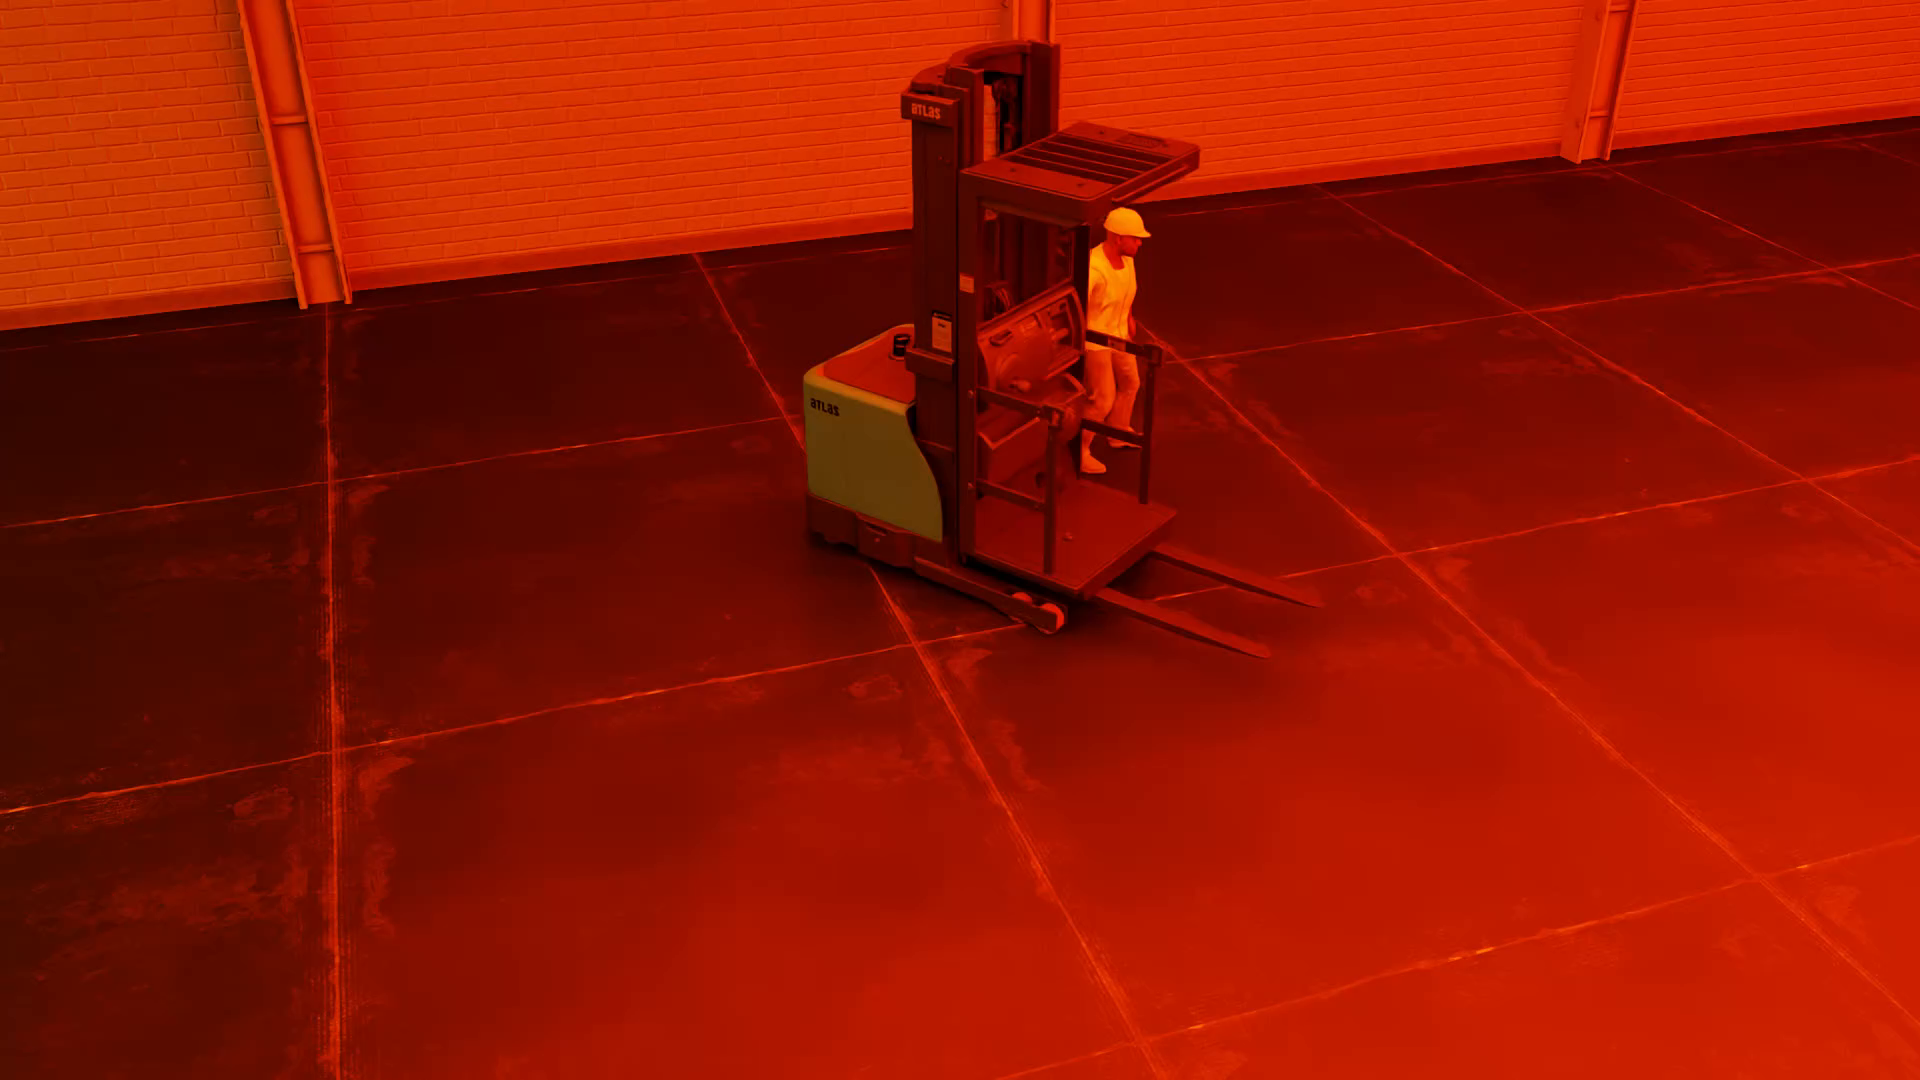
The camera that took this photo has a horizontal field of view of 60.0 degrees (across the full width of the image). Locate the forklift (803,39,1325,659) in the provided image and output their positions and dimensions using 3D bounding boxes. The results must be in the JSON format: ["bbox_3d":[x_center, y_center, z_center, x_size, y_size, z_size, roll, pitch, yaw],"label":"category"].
[{"bbox_3d":[0.563,-1.055,8.920,3.031,2.935,1.130,20,36,31],"label":"forklift"}]

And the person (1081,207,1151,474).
[{"bbox_3d":[0.941,-1.263,10.484,0.444,1.732,0.866,18,35,28],"label":"person"}]
